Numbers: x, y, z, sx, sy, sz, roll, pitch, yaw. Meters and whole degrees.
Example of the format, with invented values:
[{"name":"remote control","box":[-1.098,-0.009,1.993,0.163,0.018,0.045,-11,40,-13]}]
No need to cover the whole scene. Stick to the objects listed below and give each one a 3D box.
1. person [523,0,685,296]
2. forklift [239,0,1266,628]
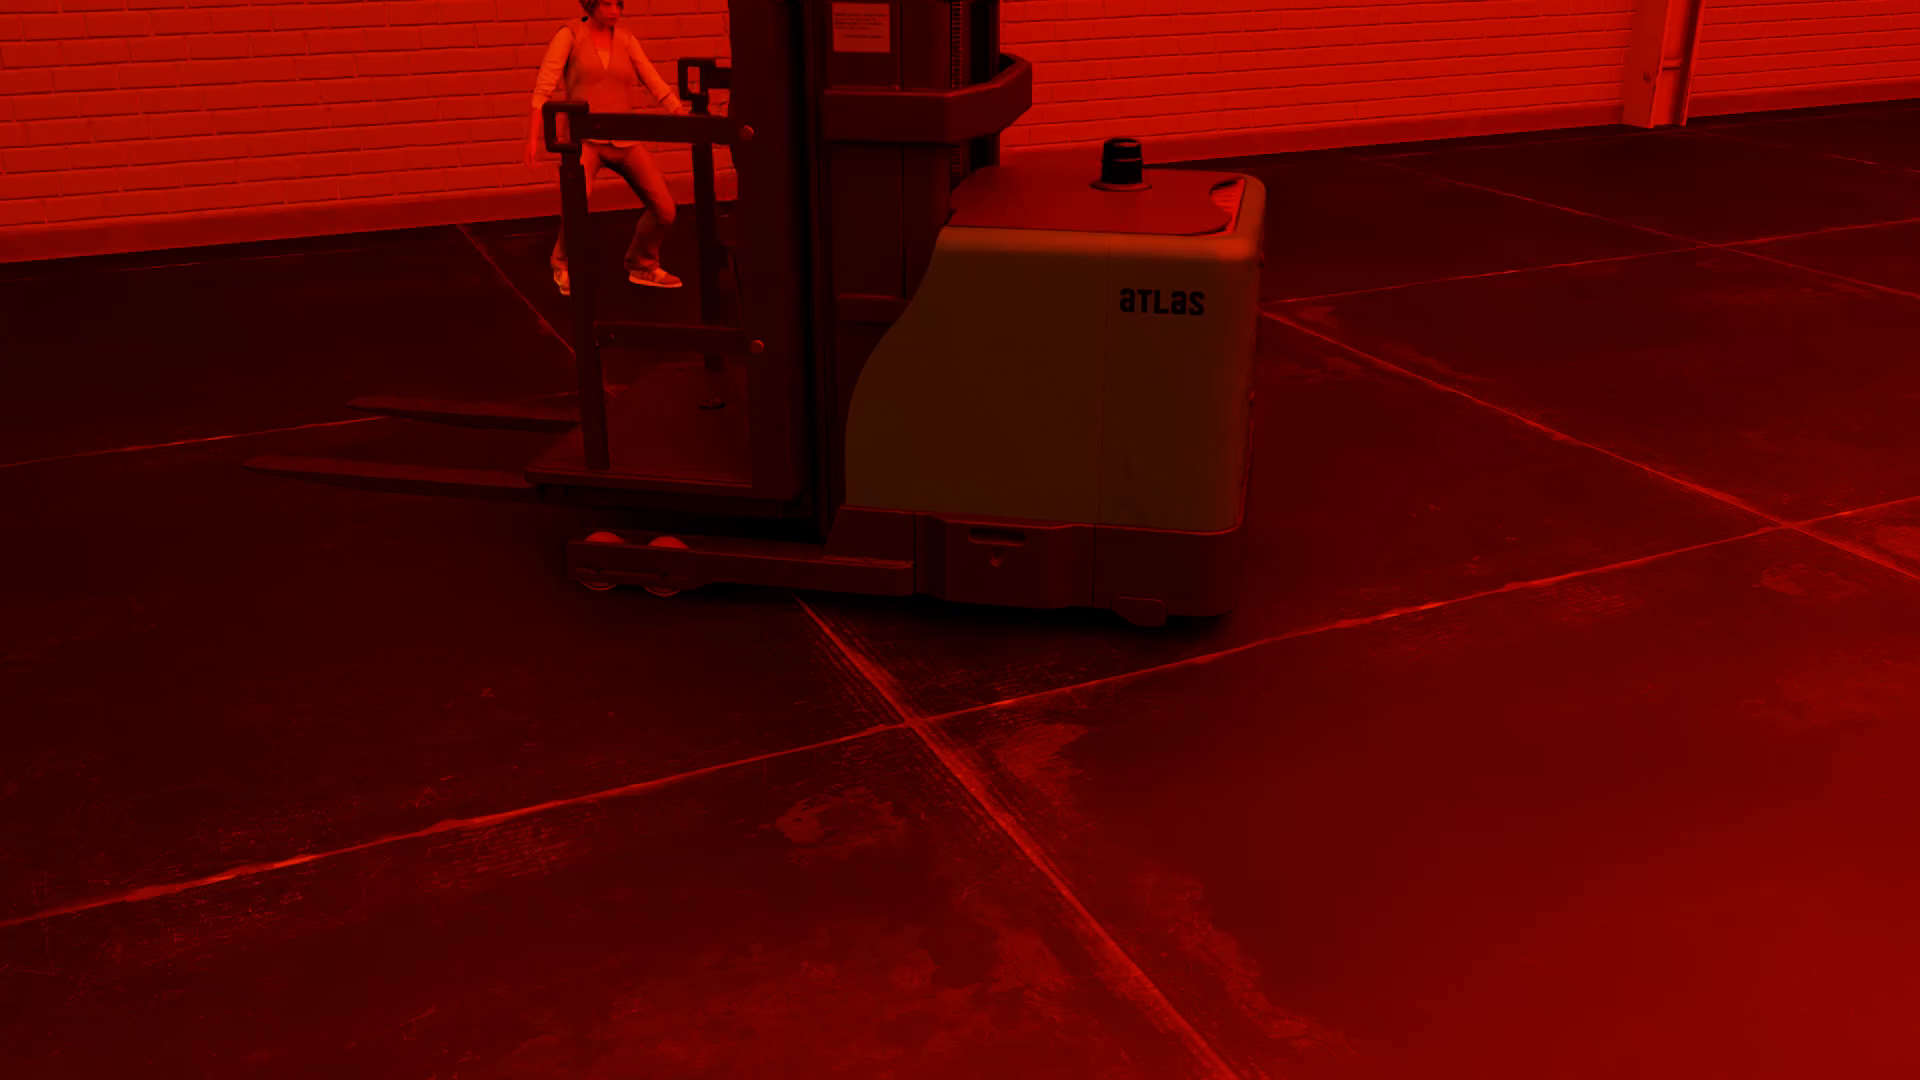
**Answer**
[{"name":"person","box":[-1.592,-1.812,7.566,0.801,1.490,0.574,-12,26,-27]},{"name":"forklift","box":[-0.654,-1.386,4.623,3.031,2.935,1.130,4,23,10]}]
